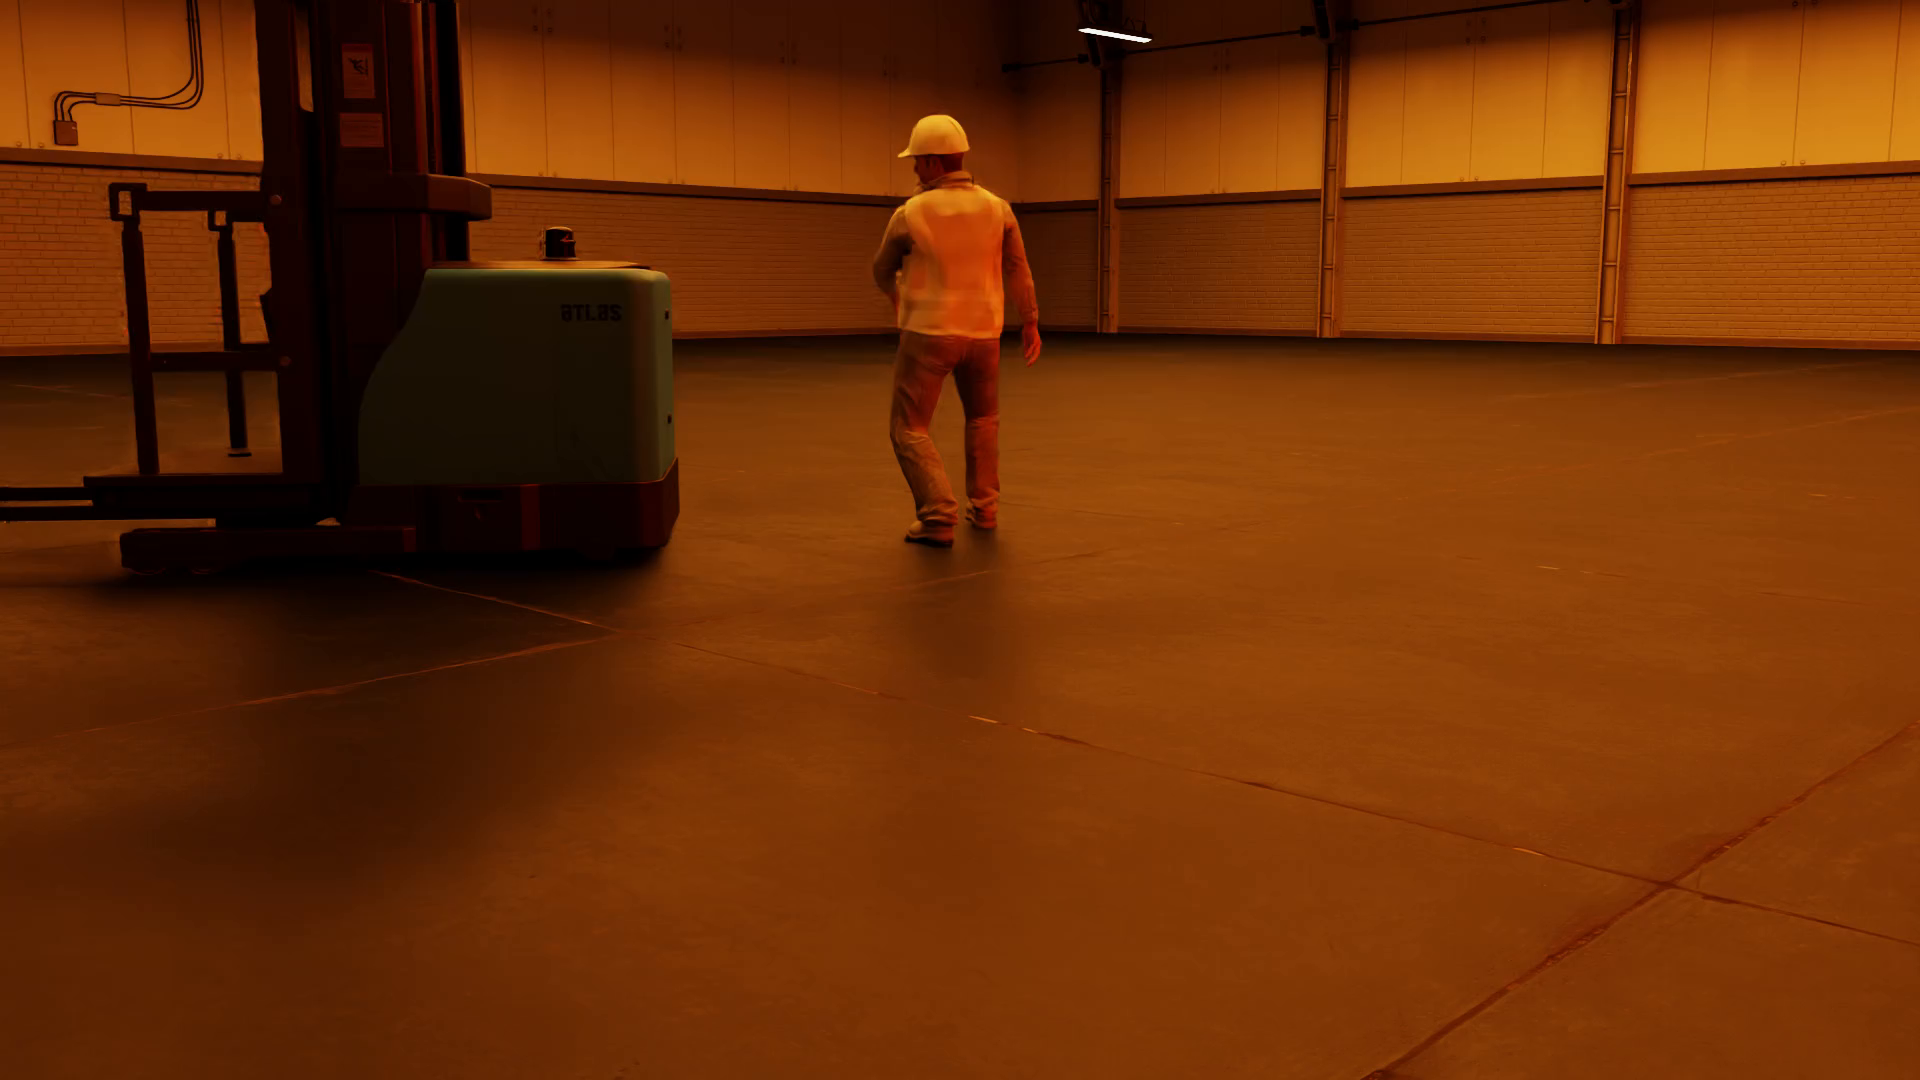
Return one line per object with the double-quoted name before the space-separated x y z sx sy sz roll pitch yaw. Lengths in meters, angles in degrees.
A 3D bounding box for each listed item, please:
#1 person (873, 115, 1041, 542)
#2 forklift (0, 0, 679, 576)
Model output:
"person" -0.002 -0.870 6.857 0.693 1.690 0.792 -4 10 -26
"forklift" -2.640 -1.404 6.198 3.031 2.935 1.130 -1 9 -6
